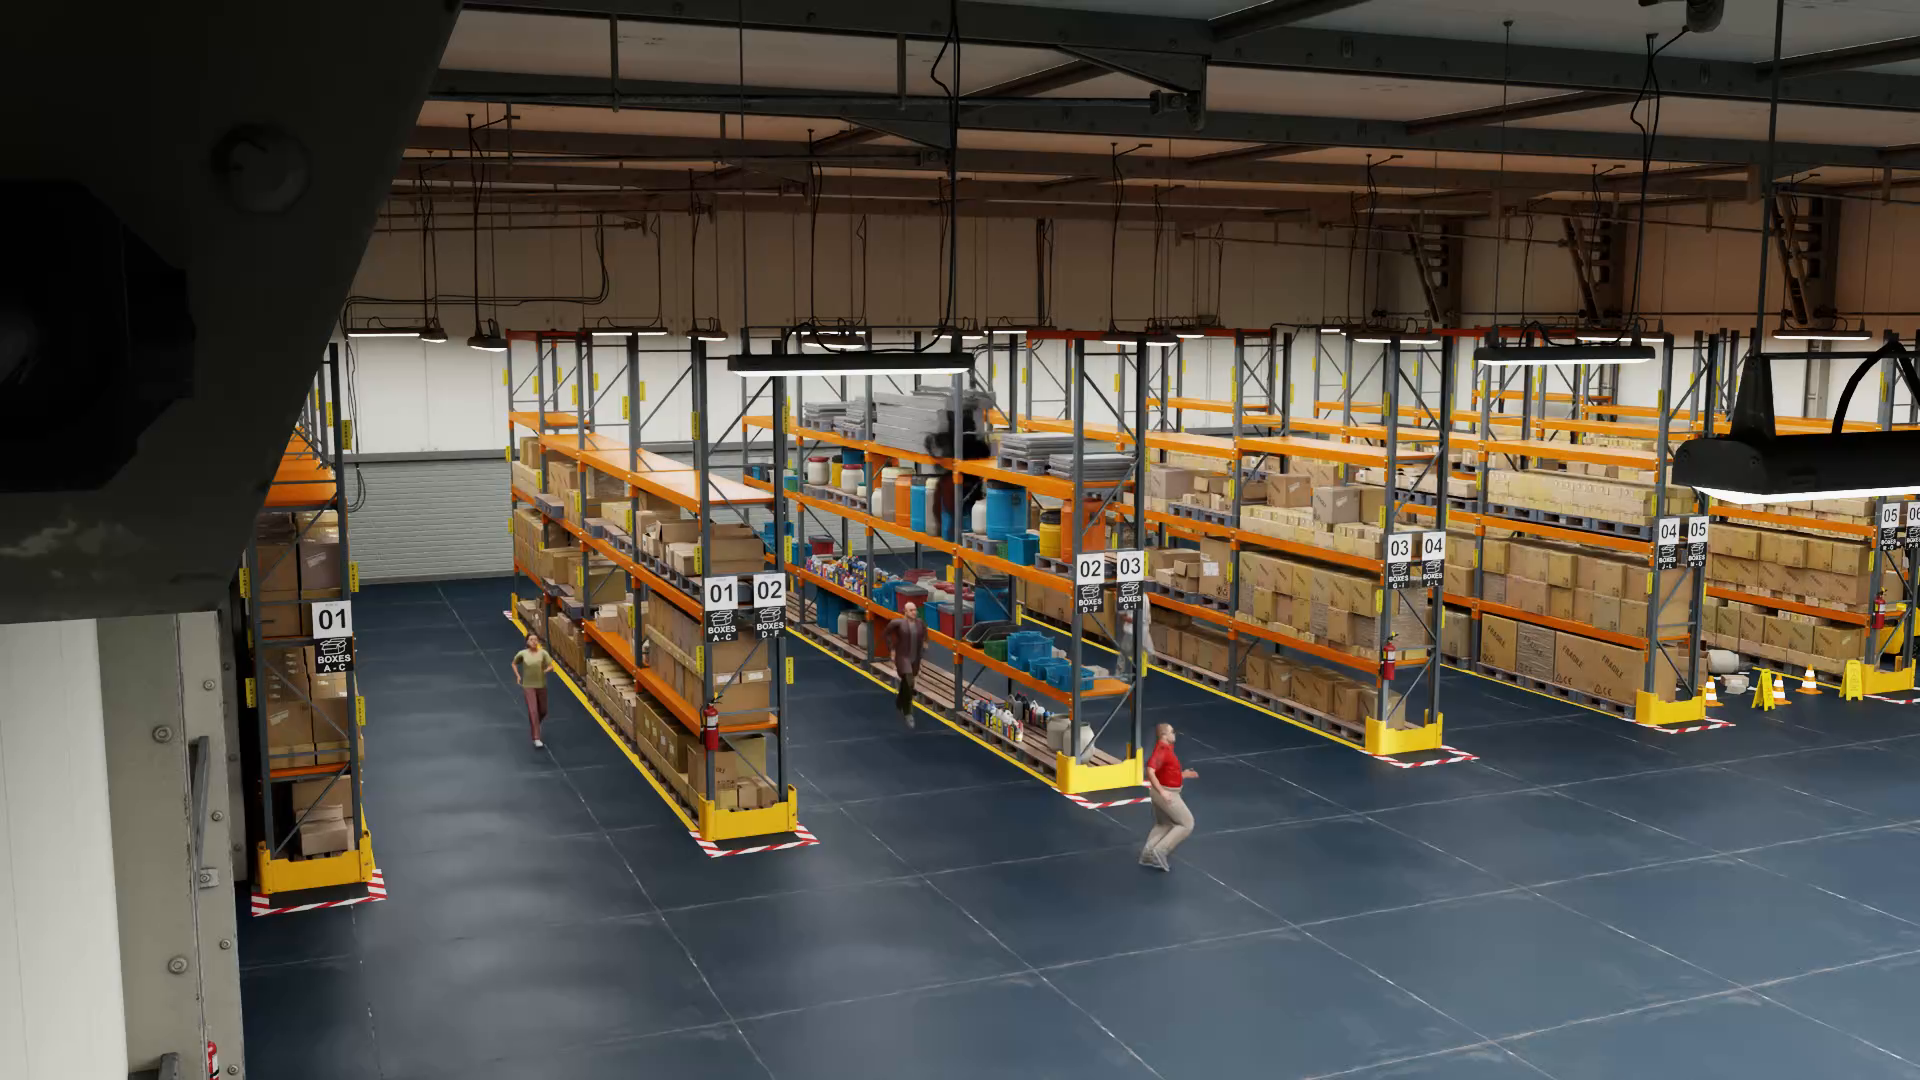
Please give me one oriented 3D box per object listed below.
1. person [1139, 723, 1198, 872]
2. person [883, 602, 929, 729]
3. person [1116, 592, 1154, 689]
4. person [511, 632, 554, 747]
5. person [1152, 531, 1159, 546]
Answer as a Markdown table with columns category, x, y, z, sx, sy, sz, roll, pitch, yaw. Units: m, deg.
| category | x | y | z | sx | sy | sz | roll | pitch | yaw |
| --- | --- | --- | --- | --- | --- | --- | --- | --- | --- |
| person | 2.392 | 2.919 | 18.936 | 0.651 | 1.698 | 0.647 | 0 | 8 | -2 |
| person | -0.762 | 1.843 | 24.751 | 0.613 | 1.877 | 0.885 | -5 | 9 | -35 |
| person | 2.885 | 1.517 | 26.951 | 0.696 | 1.828 | 0.836 | -4 | 9 | -27 |
| person | -6.294 | 2.169 | 24.582 | 0.586 | 1.645 | 0.914 | -3 | 8 | -24 |
| person | 4.973 | -0.128 | 41.693 | 0.666 | 1.639 | 0.514 | -4 | 9 | -29 |
